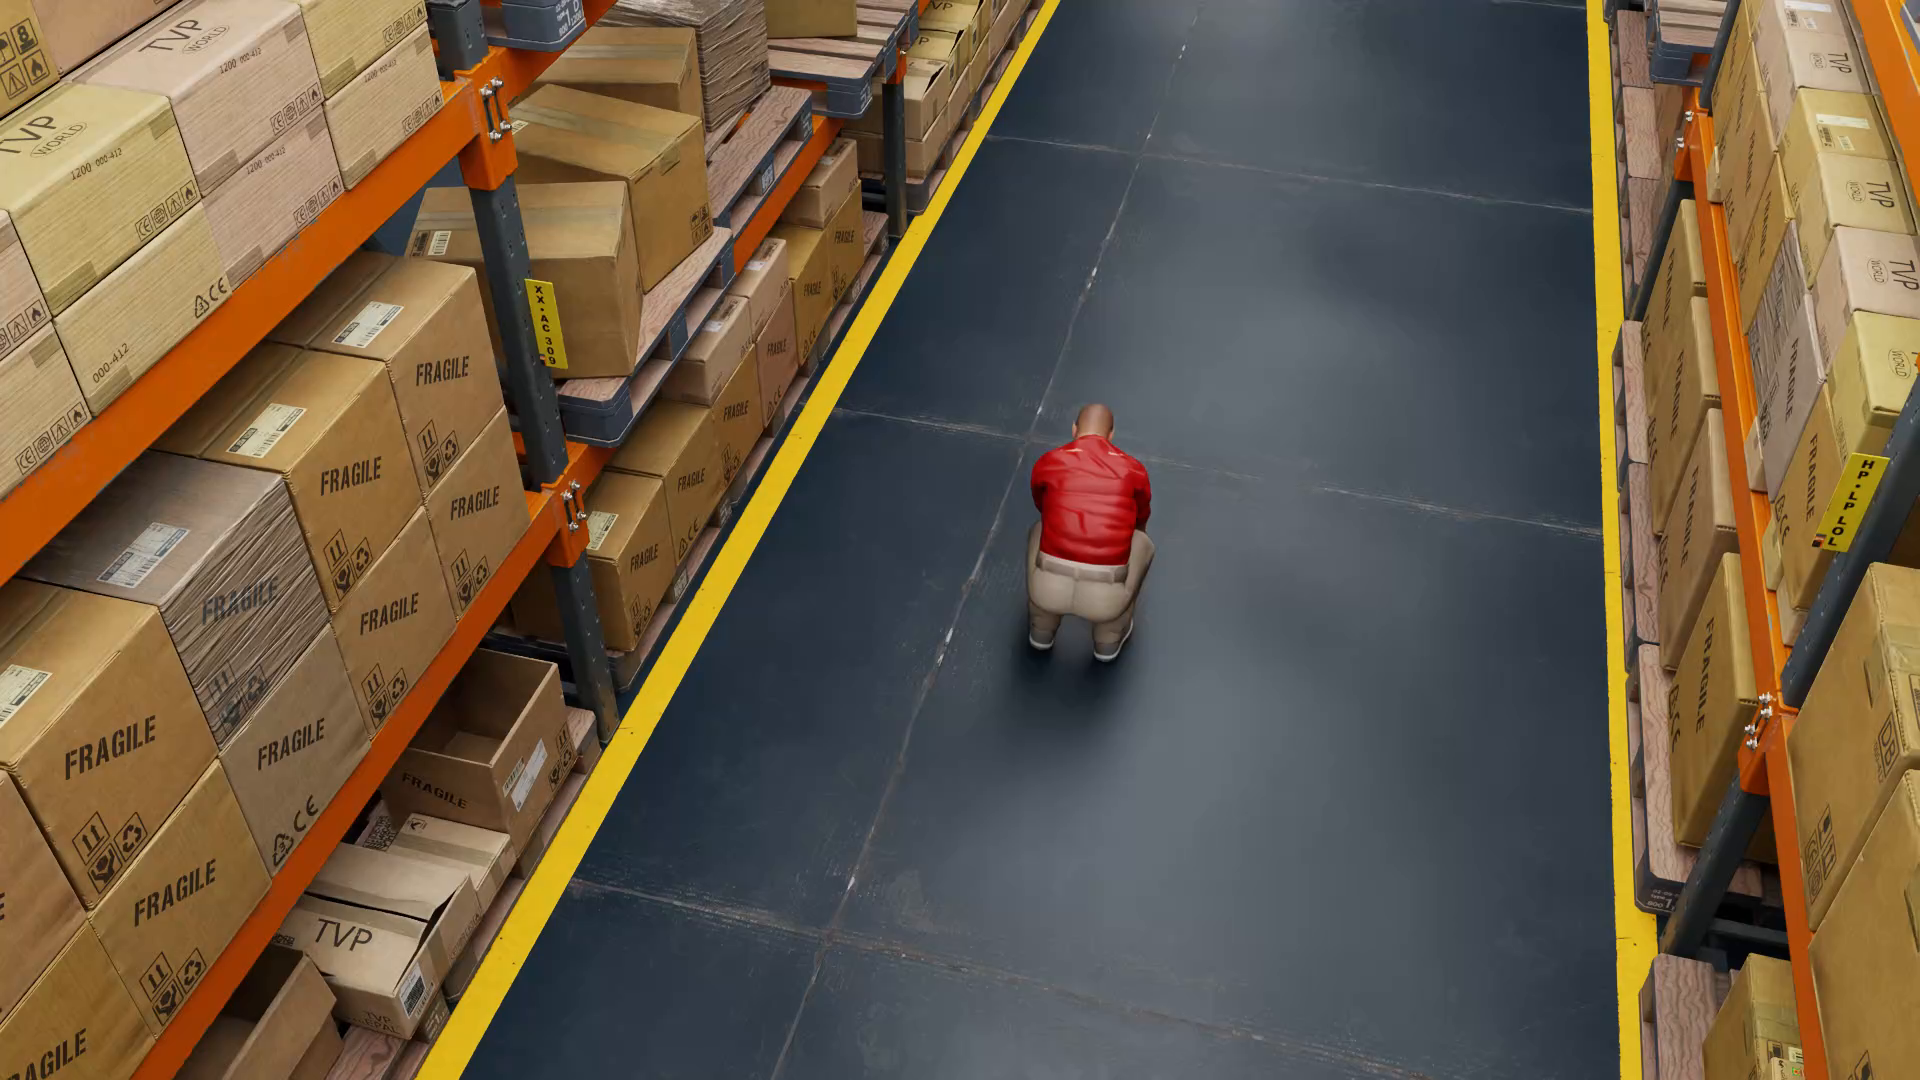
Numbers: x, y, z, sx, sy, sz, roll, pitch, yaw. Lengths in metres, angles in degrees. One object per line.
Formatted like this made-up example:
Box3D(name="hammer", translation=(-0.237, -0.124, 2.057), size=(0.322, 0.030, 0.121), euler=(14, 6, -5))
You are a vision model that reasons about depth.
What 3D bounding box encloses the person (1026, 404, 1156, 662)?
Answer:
Box3D(name="person", translation=(0.533, 0.001, 6.904), size=(0.548, 0.855, 0.873), euler=(10, 42, 11))
